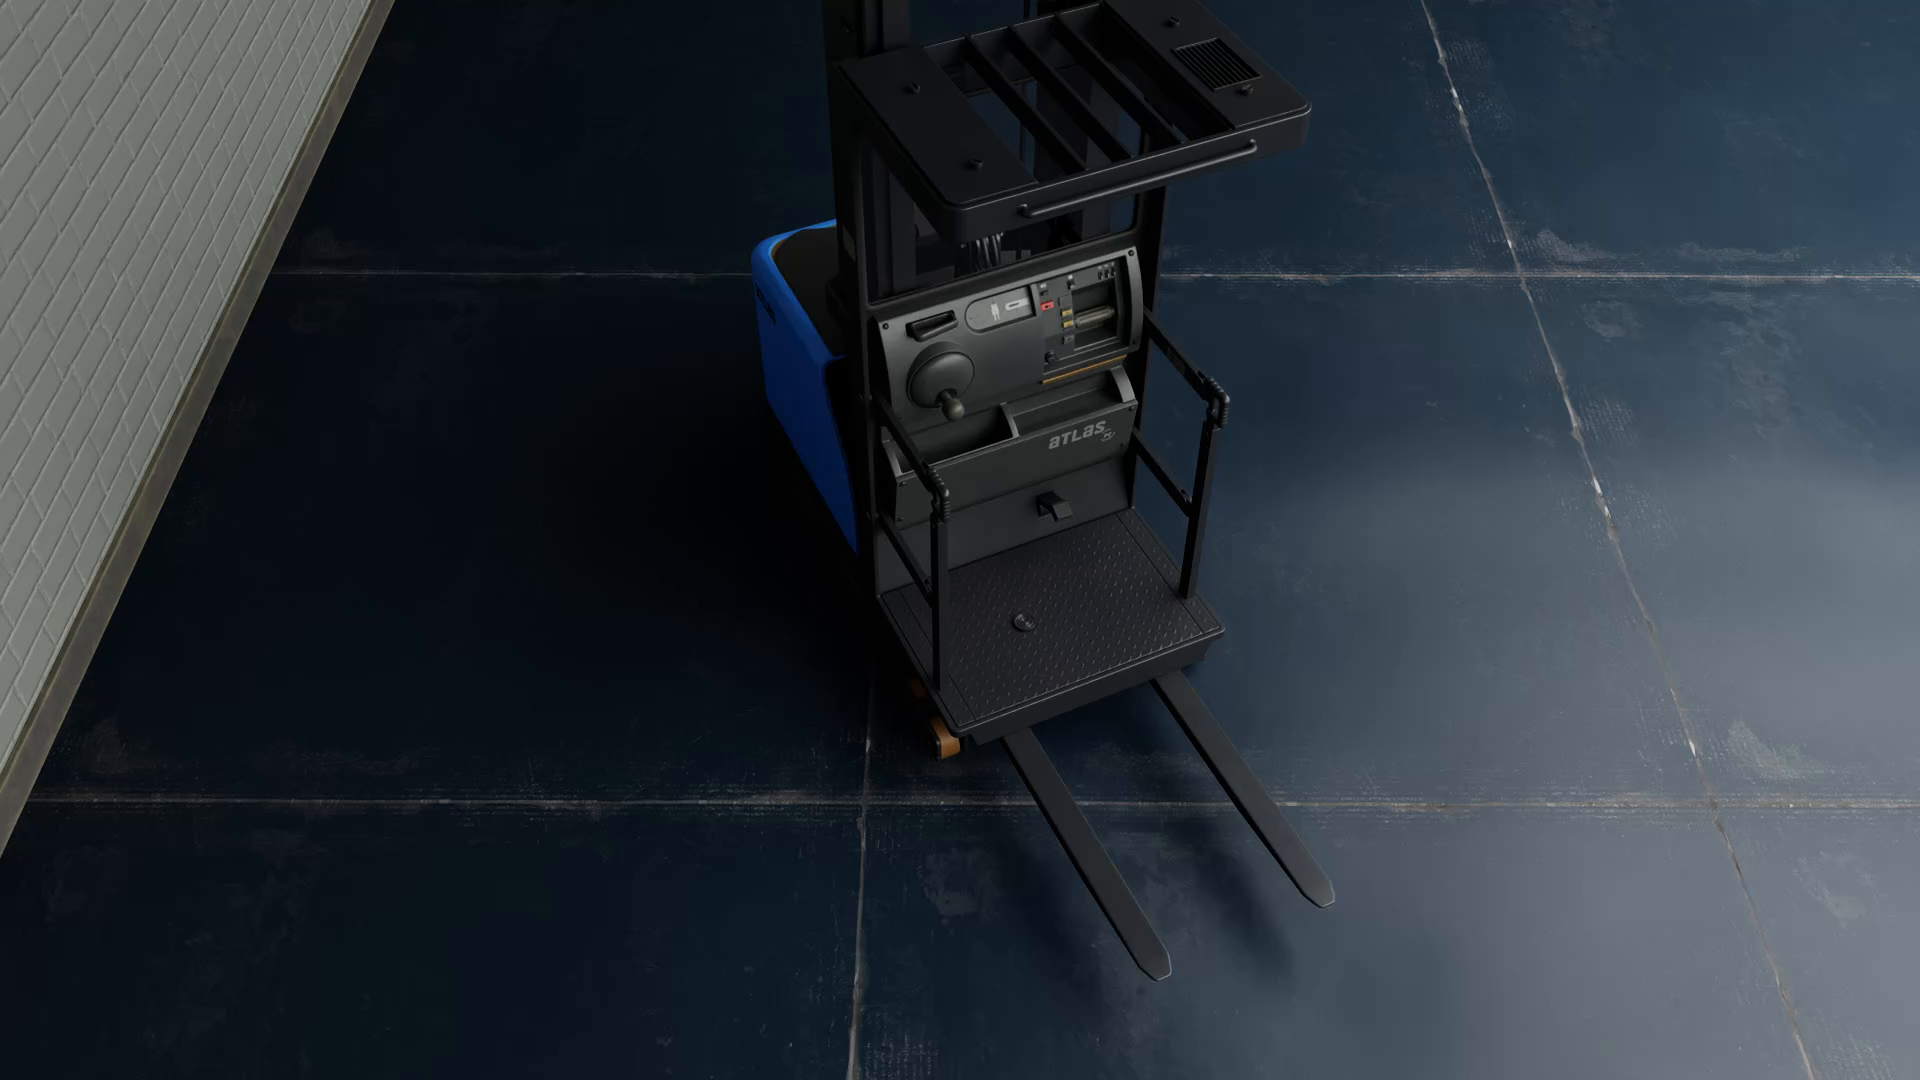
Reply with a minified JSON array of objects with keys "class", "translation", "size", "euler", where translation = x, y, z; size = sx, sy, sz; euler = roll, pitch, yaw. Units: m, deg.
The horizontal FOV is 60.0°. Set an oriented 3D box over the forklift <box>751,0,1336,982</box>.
[{"class":"forklift","translation":[0.268,-0.581,5.288],"size":[1.130,2.935,3.031],"euler":[-19,50,-17]}]
